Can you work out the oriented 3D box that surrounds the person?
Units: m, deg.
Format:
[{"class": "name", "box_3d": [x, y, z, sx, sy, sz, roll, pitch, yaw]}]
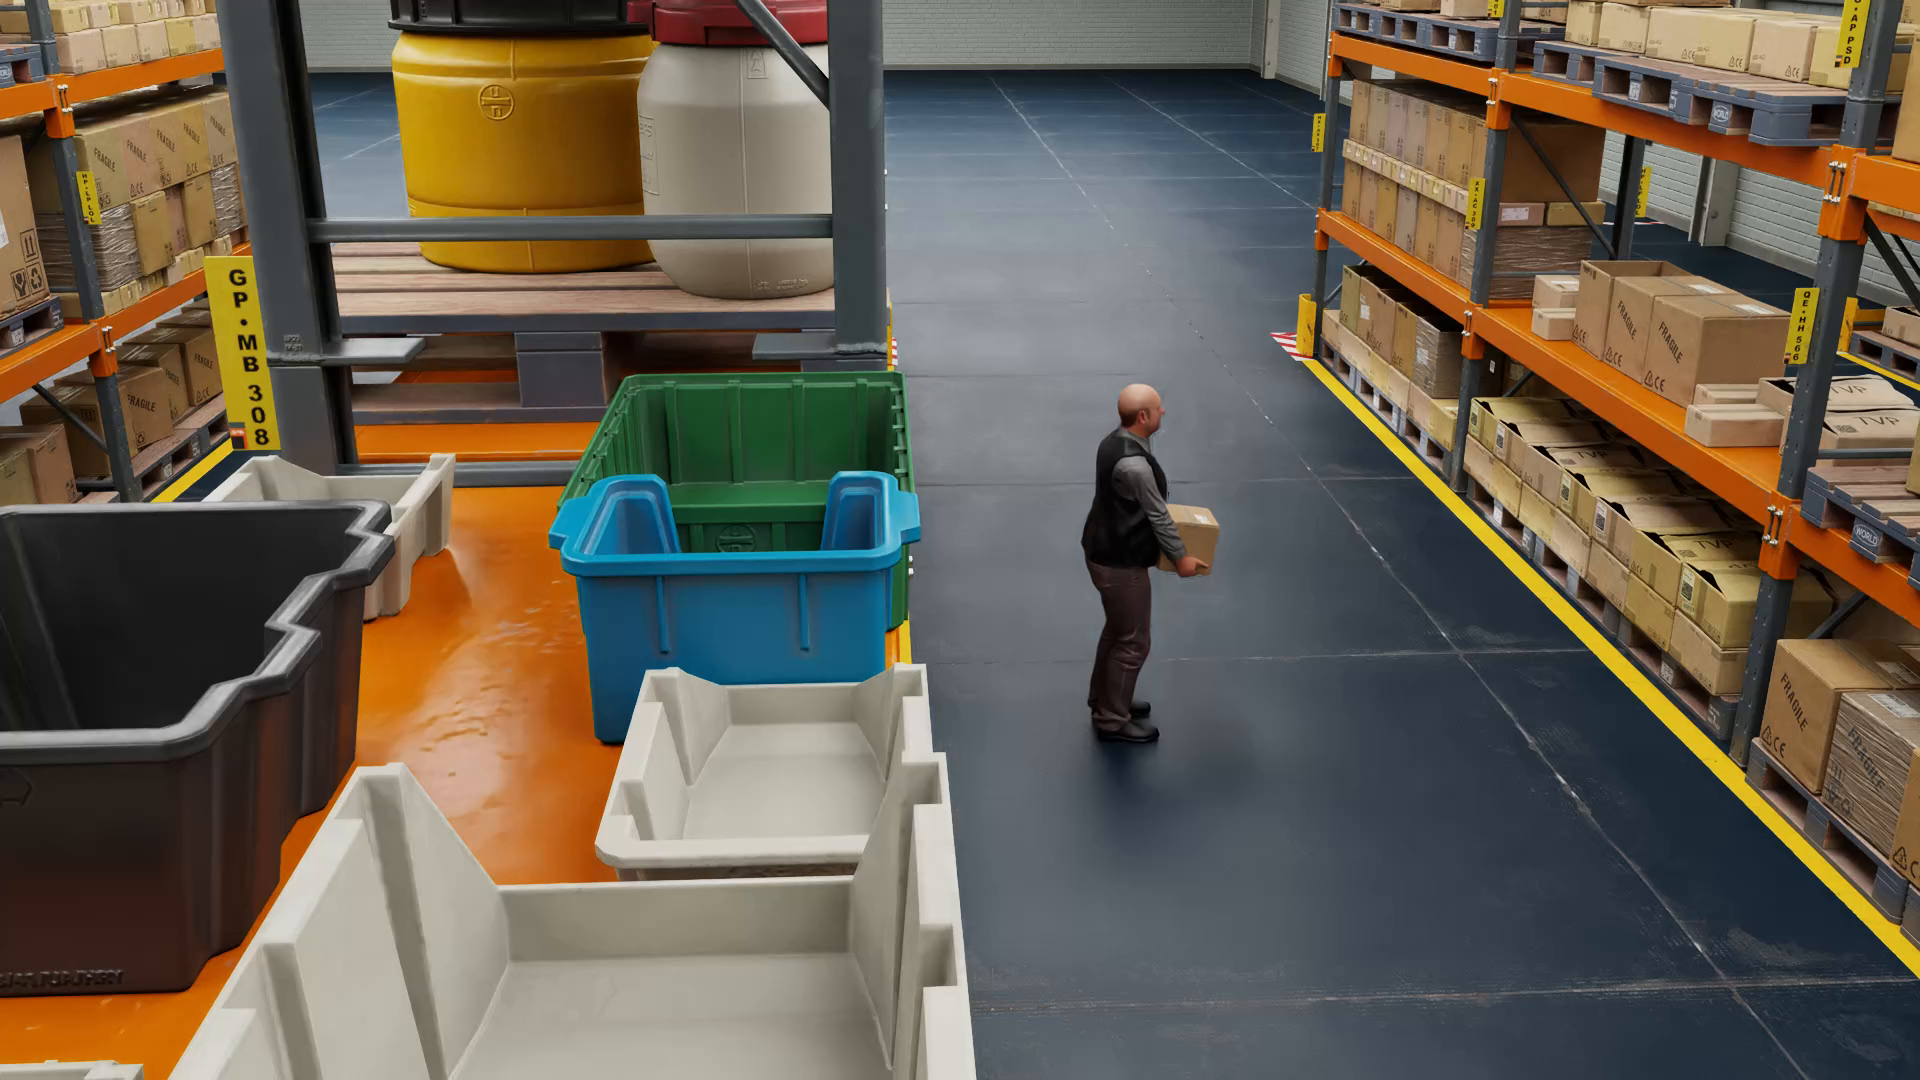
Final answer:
[{"class": "person", "box_3d": [0.861, 0.098, 7.857, 0.567, 1.719, 0.493, -1, 20, -4]}]
